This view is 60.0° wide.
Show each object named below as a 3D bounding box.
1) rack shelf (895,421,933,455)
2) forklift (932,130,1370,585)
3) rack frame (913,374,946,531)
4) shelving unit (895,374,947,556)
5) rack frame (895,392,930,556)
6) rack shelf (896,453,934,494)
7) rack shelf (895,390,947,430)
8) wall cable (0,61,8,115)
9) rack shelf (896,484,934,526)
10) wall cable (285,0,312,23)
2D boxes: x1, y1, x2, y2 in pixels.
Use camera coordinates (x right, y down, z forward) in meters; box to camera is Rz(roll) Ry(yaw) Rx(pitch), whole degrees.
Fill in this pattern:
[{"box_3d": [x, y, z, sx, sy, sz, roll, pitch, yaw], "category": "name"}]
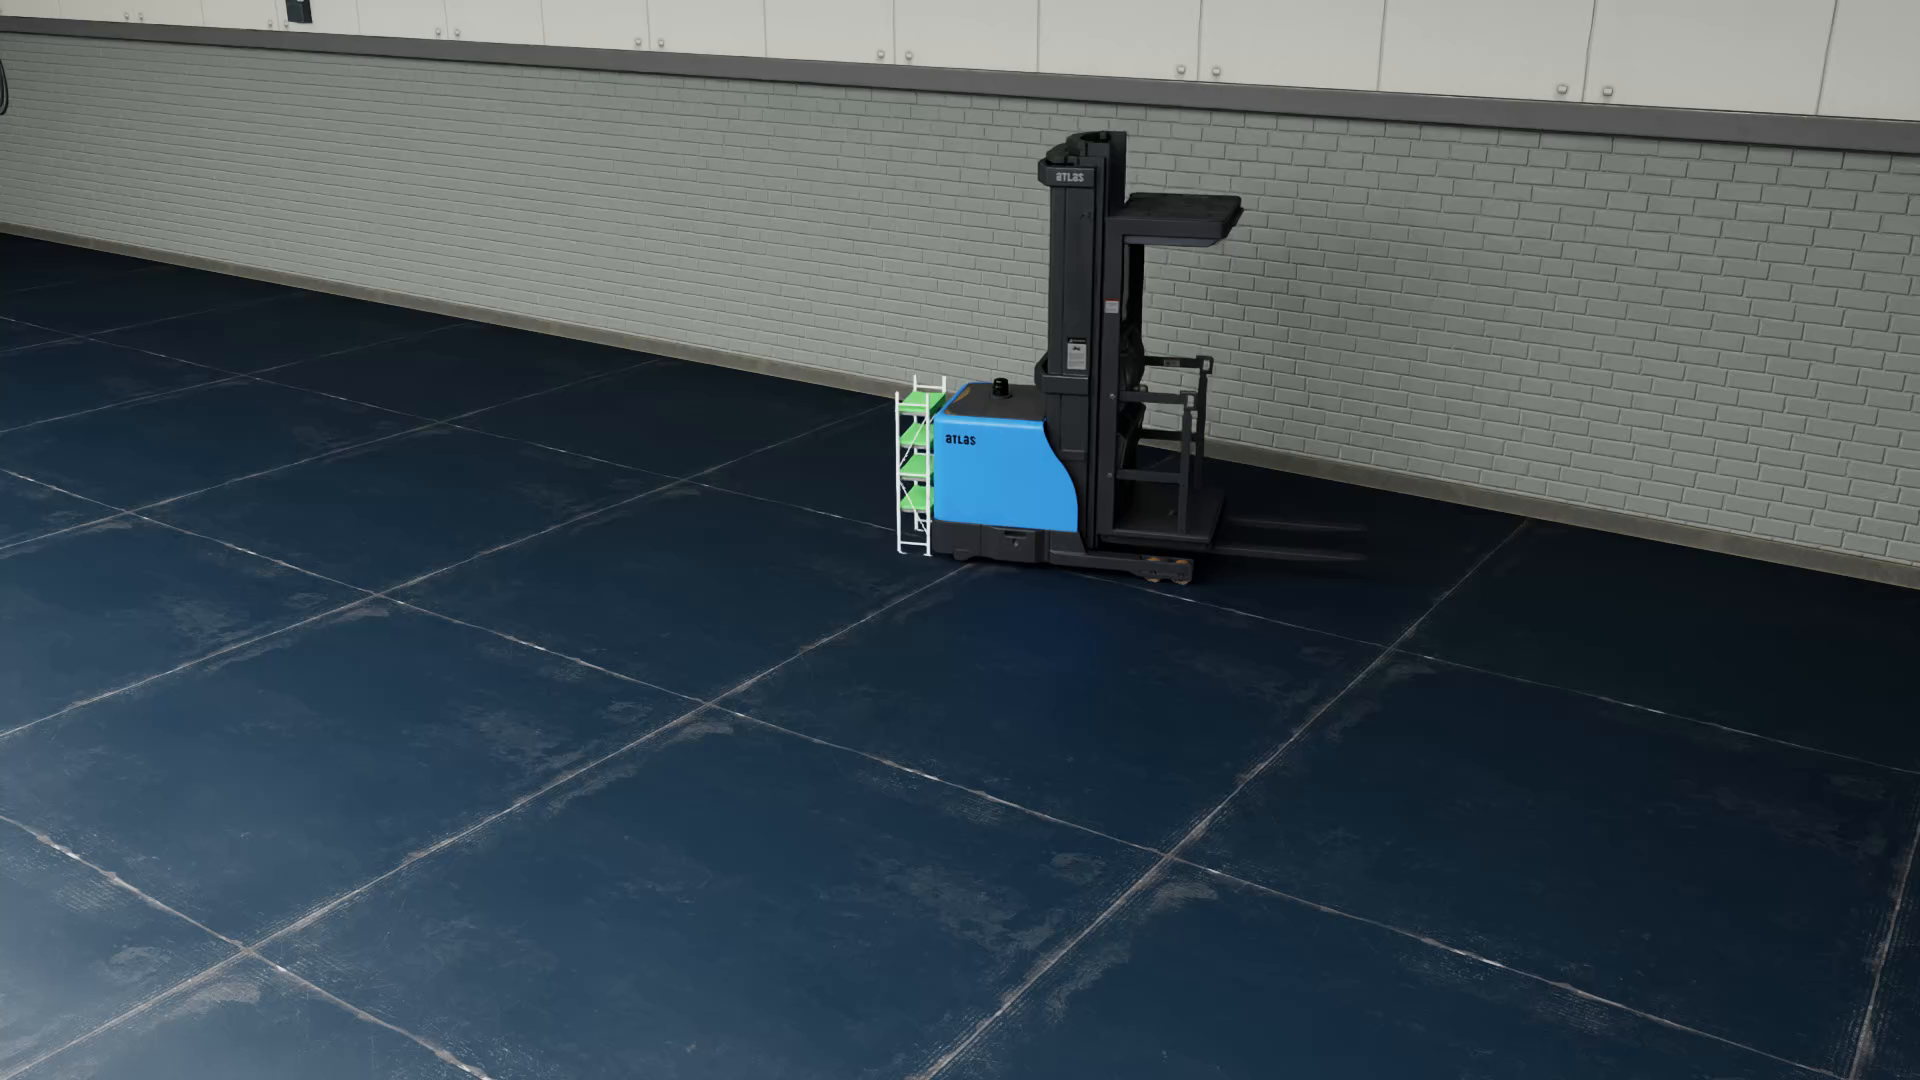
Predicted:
[{"box_3d": [-0.276, -0.708, 11.942, 0.258, 0.148, 0.480, 5, 21, 13], "category": "rack shelf"}, {"box_3d": [1.374, -1.271, 11.477, 3.031, 2.935, 1.130, 5, 21, 13], "category": "forklift"}, {"box_3d": [-0.219, -0.625, 12.225, 0.240, 1.200, 0.015, 5, 21, 13], "category": "rack frame"}, {"box_3d": [-0.276, -0.543, 12.003, 0.258, 1.200, 0.503, 5, 21, 13], "category": "shelving unit"}, {"box_3d": [-0.332, -0.460, 11.780, 0.240, 1.200, 0.015, 5, 21, 13], "category": "rack frame"}, {"box_3d": [-0.276, -0.483, 12.025, 0.258, 0.148, 0.480, 5, 21, 13], "category": "rack shelf"}, {"box_3d": [-0.276, -0.933, 11.858, 0.258, 0.148, 0.480, 5, 21, 13], "category": "rack shelf"}, {"box_3d": [-14.664, -7.415, 23.816, 3.097, 2.526, 0.112, 13, 24, 32], "category": "wall cable"}, {"box_3d": [-0.276, -0.258, 12.108, 0.258, 0.148, 0.480, 5, 21, 13], "category": "rack shelf"}, {"box_3d": [-6.822, -8.611, 17.670, 2.305, 6.003, 0.169, 13, 24, 32], "category": "wall cable"}]
